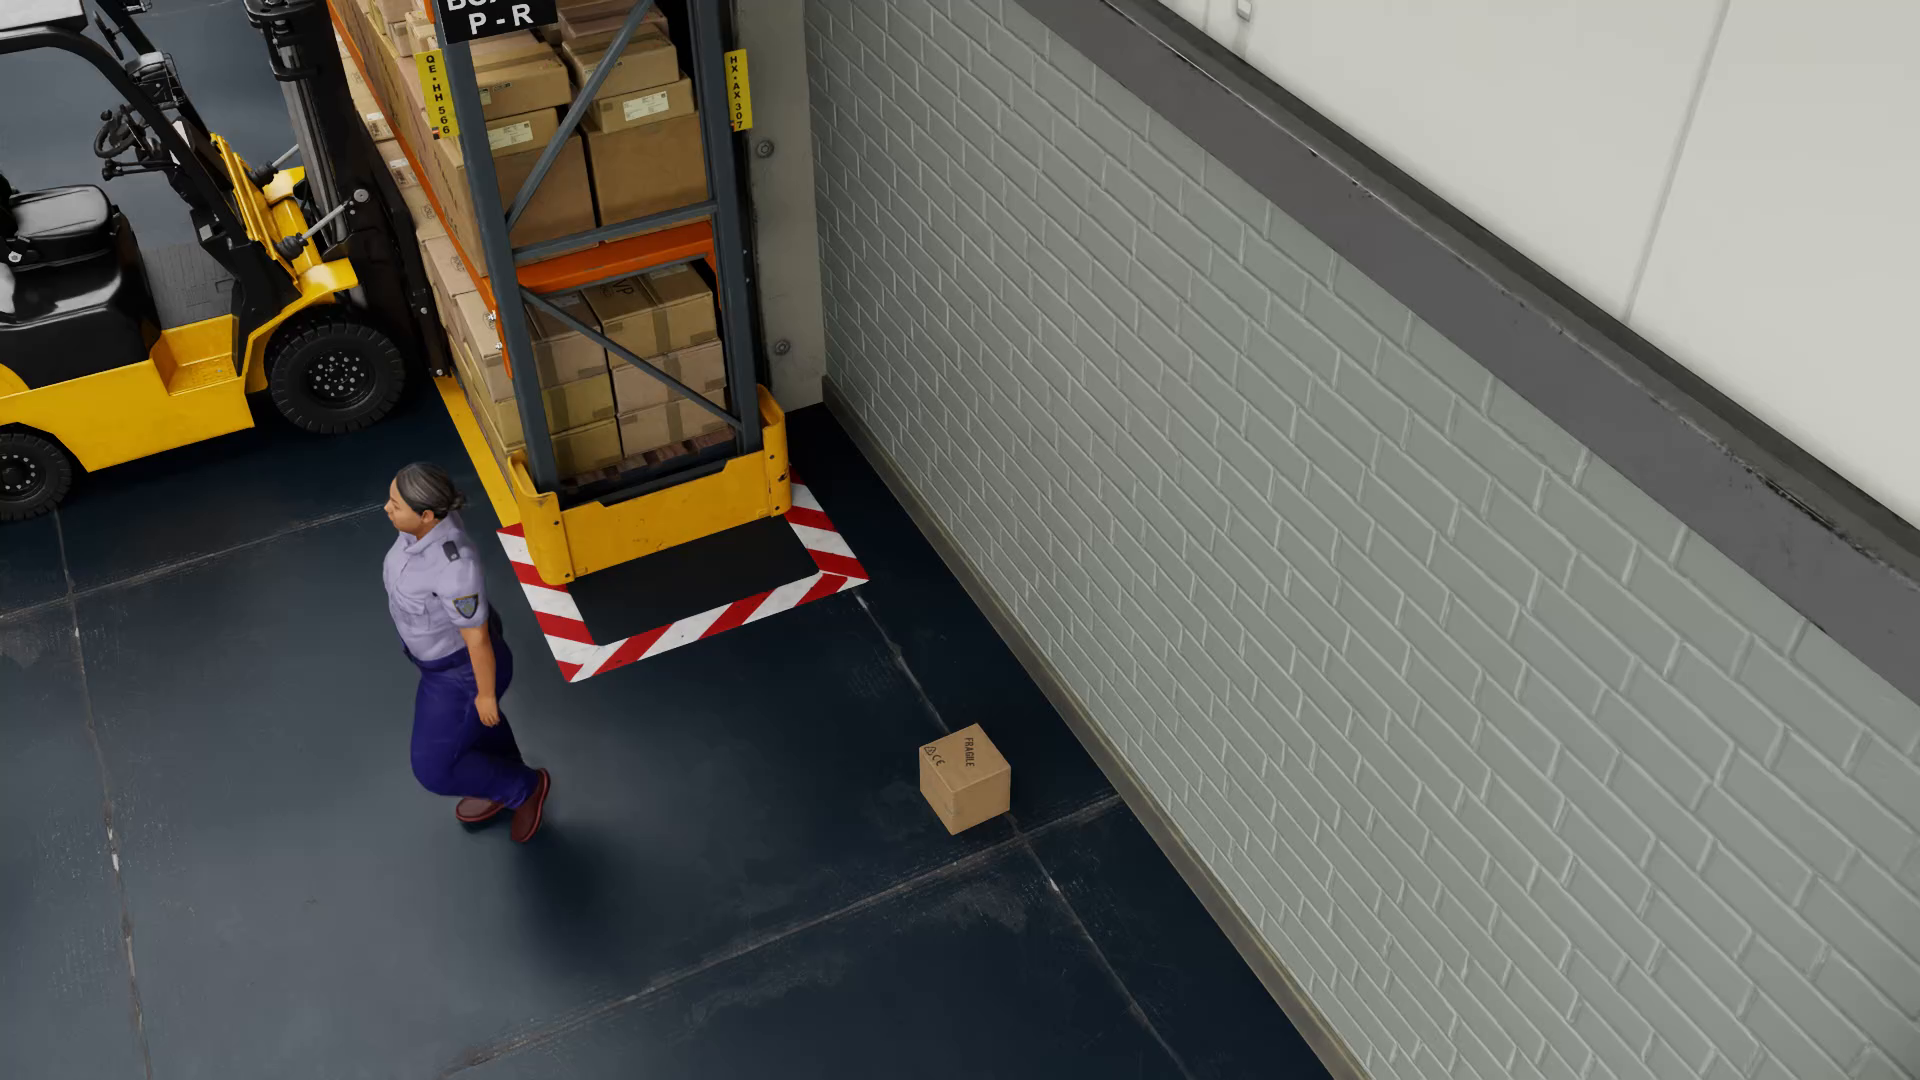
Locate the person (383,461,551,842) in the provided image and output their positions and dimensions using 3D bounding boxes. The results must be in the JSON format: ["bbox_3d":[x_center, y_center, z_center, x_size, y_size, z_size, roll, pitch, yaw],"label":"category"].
[{"bbox_3d":[-1.748,0.418,5.666,0.431,1.649,0.504,-18,45,-19],"label":"person"}]
